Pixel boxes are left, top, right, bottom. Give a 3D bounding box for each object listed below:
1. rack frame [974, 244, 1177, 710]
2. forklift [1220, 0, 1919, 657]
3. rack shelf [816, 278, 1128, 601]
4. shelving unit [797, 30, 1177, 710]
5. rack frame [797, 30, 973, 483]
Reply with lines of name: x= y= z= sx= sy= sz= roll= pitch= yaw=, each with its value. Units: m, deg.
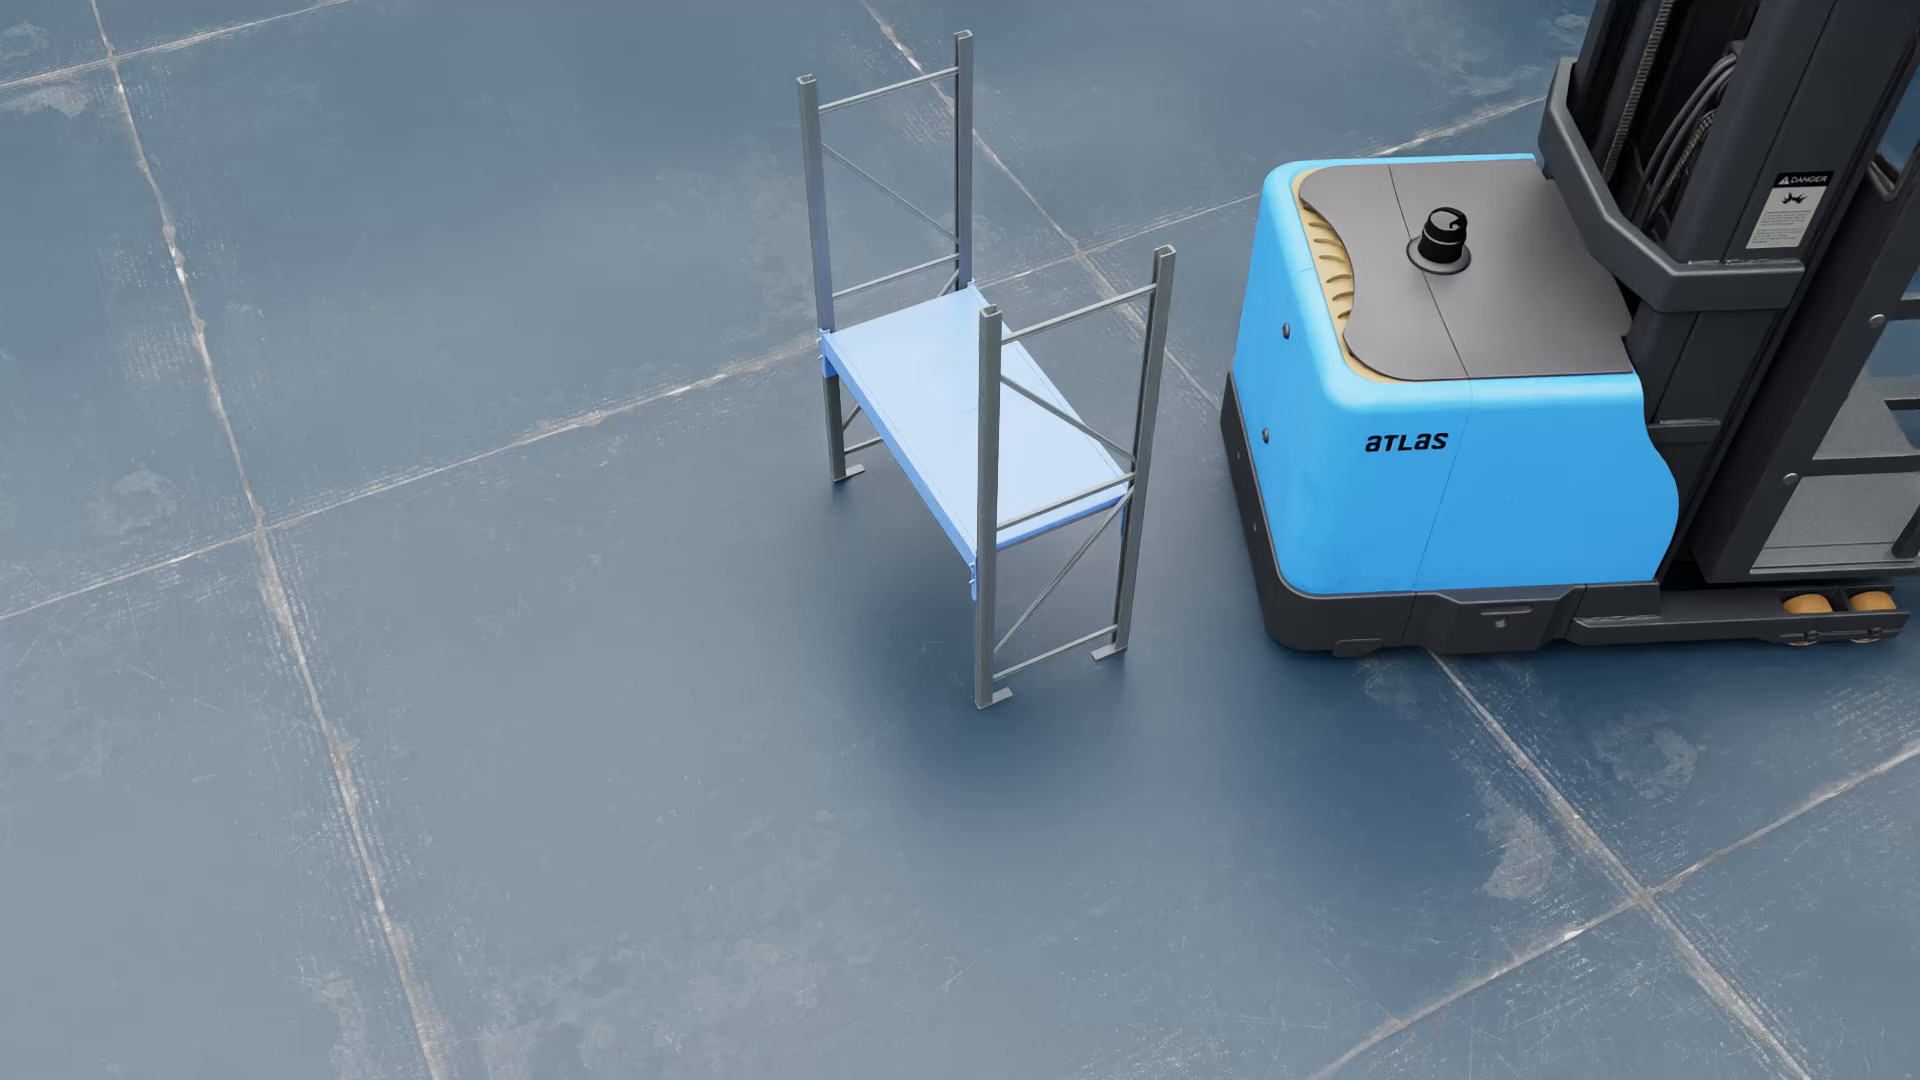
rack frame: x=0.272 y=-0.096 z=4.338 sx=0.500 sy=1.500 sz=0.032 roll=-21 pitch=52 yaw=-18
forklift: x=2.395 y=-1.048 z=4.220 sx=3.031 sy=2.935 sz=1.130 roll=-2 pitch=49 yaw=-2
rack shelf: x=0.039 y=-0.318 z=4.771 sx=0.538 sy=0.185 sz=1.000 roll=-21 pitch=52 yaw=-18
shelving unit: x=0.039 y=-0.437 z=4.636 sx=0.538 sy=1.500 sz=1.048 roll=-21 pitch=52 yaw=-18
rack frame: x=-0.194 y=-0.777 z=4.933 sx=0.500 sy=1.500 sz=0.032 roll=-21 pitch=52 yaw=-18
